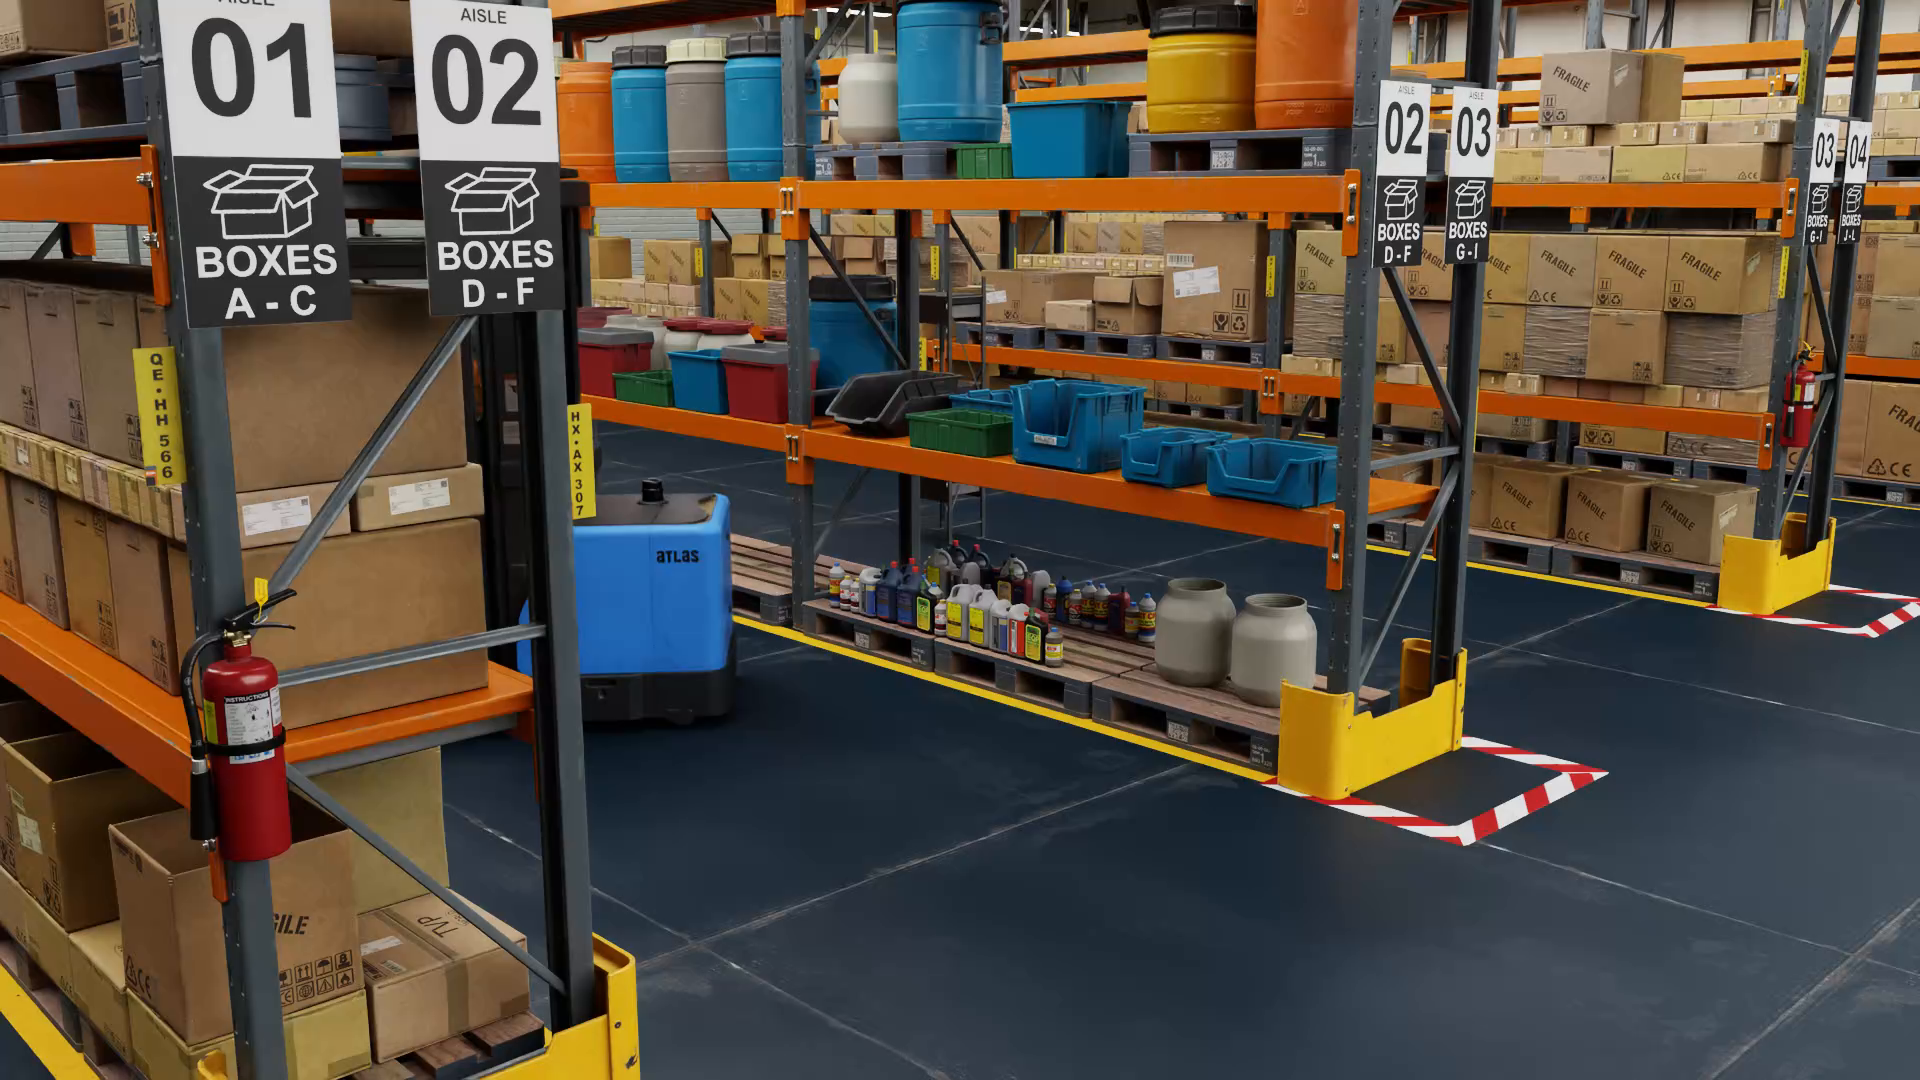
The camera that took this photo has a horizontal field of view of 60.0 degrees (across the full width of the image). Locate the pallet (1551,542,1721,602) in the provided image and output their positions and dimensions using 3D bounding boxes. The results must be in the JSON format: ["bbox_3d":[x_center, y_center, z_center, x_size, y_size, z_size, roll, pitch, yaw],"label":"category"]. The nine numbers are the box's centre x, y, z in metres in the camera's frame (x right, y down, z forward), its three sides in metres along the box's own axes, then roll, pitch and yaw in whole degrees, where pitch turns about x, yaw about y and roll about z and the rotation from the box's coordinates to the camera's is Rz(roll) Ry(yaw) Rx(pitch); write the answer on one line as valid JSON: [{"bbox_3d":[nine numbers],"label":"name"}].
[{"bbox_3d":[5.091,0.169,12.069,1.003,0.211,1.213,-11,16,-43],"label":"pallet"}]

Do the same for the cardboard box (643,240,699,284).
[{"bbox_3d":[-3.462,-3.357,20.047,0.500,0.500,0.500,-11,16,-42],"label":"cardboard box"}]

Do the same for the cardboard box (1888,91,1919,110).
[{"bbox_3d":[8.329,-3.844,14.559,0.380,0.149,0.250,-11,16,-42],"label":"cardboard box"}]

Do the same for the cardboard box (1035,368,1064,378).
[{"bbox_3d":[1.367,-2.327,22.425,0.500,0.500,0.500,-10,15,-40],"label":"cardboard box"}]

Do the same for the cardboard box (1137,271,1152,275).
[{"bbox_3d":[2.429,-3.293,20.808,0.380,0.149,0.250,-11,16,-43],"label":"cardboard box"}]

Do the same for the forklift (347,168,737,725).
[{"bbox_3d":[-2.755,-0.532,8.730,3.031,2.935,1.130,-1,12,-5],"label":"forklift"}]

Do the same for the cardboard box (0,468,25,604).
[{"bbox_3d":[-3.228,-0.102,6.223,0.700,0.500,0.500,-11,16,-42],"label":"cardboard box"}]

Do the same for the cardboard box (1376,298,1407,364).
[{"bbox_3d":[3.502,-1.689,13.190,0.875,0.500,0.500,-11,16,-43],"label":"cardboard box"}]

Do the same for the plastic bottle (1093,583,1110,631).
[{"bbox_3d":[0.833,0.391,9.753,0.097,0.271,0.097,0,12,0],"label":"plastic bottle"}]

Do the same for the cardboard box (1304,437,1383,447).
[{"bbox_3d":[3.163,-0.564,13.868,0.500,0.500,0.500,11,16,43],"label":"cardboard box"}]

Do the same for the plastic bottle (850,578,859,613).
[{"bbox_3d":[-0.623,0.336,10.190,0.097,0.201,0.097,0,12,0],"label":"plastic bottle"}]

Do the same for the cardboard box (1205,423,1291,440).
[{"bbox_3d":[2.508,-0.730,14.626,0.500,0.500,0.700,10,15,41],"label":"cardboard box"}]

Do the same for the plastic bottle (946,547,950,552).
[{"bbox_3d":[-0.095,0.183,10.730,0.061,0.283,0.133,-10,15,-40],"label":"plastic bottle"}]

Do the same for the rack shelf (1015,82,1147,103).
[{"bbox_3d":[2.430,-5.588,21.009,1.077,0.370,4.000,-11,16,-43],"label":"rack shelf"}]

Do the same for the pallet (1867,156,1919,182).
[{"bbox_3d":[8.816,-3.271,14.643,1.003,0.211,1.213,-11,16,-43],"label":"pallet"}]

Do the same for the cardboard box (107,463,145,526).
[{"bbox_3d":[-2.249,-0.154,4.869,0.380,0.149,0.250,-11,16,-43],"label":"cardboard box"}]

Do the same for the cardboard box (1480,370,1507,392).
[{"bbox_3d":[4.098,-1.203,12.438,0.380,0.149,0.250,-11,16,-43],"label":"cardboard box"}]

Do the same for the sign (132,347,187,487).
[{"bbox_3d":[-1.891,-0.292,3.939,0.100,0.325,0.005,-11,16,-43],"label":"sign"}]

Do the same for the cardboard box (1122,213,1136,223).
[{"bbox_3d":[2.882,-5.312,27.429,0.250,0.149,0.380,11,16,44],"label":"cardboard box"}]

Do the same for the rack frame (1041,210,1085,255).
[{"bbox_3d":[1.797,-4.778,29.172,1.000,3.000,0.127,-11,16,-43],"label":"rack frame"}]

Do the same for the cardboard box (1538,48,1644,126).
[{"bbox_3d":[4.425,-3.162,11.668,0.500,0.500,0.500,-11,16,-43],"label":"cardboard box"}]

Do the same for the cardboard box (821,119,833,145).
[{"bbox_3d":[-1.272,-4.251,17.879,0.797,0.503,0.637,-11,16,-43],"label":"cardboard box"}]

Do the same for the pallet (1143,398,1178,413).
[{"bbox_3d":[2.434,-1.833,21.785,1.003,0.211,1.213,-11,16,-43],"label":"pallet"}]

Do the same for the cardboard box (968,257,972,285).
[{"bbox_3d":[0.152,-3.792,23.399,0.500,0.500,0.500,11,16,44],"label":"cardboard box"}]

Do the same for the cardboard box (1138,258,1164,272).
[{"bbox_3d":[2.439,-3.438,20.771,0.380,0.149,0.250,-11,16,-43],"label":"cardboard box"}]

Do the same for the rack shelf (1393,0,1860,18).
[{"bbox_3d":[4.297,-3.939,12.019,1.077,0.370,4.000,-11,16,-43],"label":"rack shelf"}]

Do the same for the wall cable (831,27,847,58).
[{"bbox_3d":[-2.335,-8.508,32.405,0.463,3.000,0.029,-11,16,-43],"label":"wall cable"}]

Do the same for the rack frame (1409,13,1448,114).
[{"bbox_3d":[8.146,-7.825,29.093,1.000,3.000,0.127,-11,16,-43],"label":"rack frame"}]

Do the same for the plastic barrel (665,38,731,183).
[{"bbox_3d":[-1.626,-2.810,10.942,0.600,0.901,0.600,0,12,0],"label":"plastic barrel"}]

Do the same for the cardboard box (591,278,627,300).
[{"bbox_3d":[-4.526,-3.213,21.209,0.500,0.250,0.500,11,16,43],"label":"cardboard box"}]

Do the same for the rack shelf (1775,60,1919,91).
[{"bbox_3d":[11.465,-5.320,18.722,1.077,0.370,4.000,-11,16,-43],"label":"rack shelf"}]

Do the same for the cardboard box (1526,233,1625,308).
[{"bbox_3d":[4.427,-1.938,11.922,0.500,0.500,0.500,-11,16,-43],"label":"cardboard box"}]

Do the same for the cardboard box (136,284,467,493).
[{"bbox_3d":[-1.839,-0.445,4.673,0.700,0.500,0.500,-11,16,-42],"label":"cardboard box"}]

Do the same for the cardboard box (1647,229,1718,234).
[{"bbox_3d":[7.267,-2.802,16.532,0.875,0.550,0.550,-11,16,-43],"label":"cardboard box"}]

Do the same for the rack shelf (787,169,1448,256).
[{"bbox_3d":[0.715,-1.781,8.971,1.077,0.370,4.000,-11,16,-43],"label":"rack shelf"}]

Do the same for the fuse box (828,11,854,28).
[{"bbox_3d":[-2.279,-10.064,32.032,0.513,0.334,0.176,-11,16,-43],"label":"fuse box"}]

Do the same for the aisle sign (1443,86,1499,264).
[{"bbox_3d":[2.358,-1.676,7.669,0.394,0.787,0.004,-11,16,-43],"label":"aisle sign"}]

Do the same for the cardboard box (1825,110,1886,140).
[{"bbox_3d":[8.105,-3.714,14.917,0.500,0.250,0.500,-11,16,-43],"label":"cardboard box"}]

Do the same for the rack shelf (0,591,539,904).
[{"bbox_3d":[-2.870,0.378,5.926,1.077,0.370,4.000,-11,16,-43],"label":"rack shelf"}]

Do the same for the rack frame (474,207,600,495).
[{"bbox_3d":[-3.428,-1.540,13.452,1.000,3.000,0.127,-11,16,-43],"label":"rack frame"}]

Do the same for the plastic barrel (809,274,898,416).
[{"bbox_3d":[-0.714,-1.300,11.046,0.600,0.901,0.708,-11,16,-43],"label":"plastic barrel"}]

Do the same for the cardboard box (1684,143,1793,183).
[{"bbox_3d":[5.162,-2.493,11.017,0.500,0.250,0.500,-10,16,-41],"label":"cardboard box"}]

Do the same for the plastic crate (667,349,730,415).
[{"bbox_3d":[-1.653,-1.066,11.191,0.392,0.384,0.575,-11,16,-43],"label":"plastic crate"}]

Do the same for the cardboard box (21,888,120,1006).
[{"bbox_3d":[-2.773,1.277,5.551,0.500,0.250,0.500,-11,16,-43],"label":"cardboard box"}]

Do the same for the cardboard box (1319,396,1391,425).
[{"bbox_3d":[4.773,-1.782,19.160,1.050,0.750,0.750,-11,16,-42],"label":"cardboard box"}]

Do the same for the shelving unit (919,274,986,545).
[{"bbox_3d":[-0.114,-1.053,13.317,0.431,2.100,0.503,-11,16,-43],"label":"shelving unit"}]

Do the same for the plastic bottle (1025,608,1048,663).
[{"bbox_3d":[0.417,0.521,9.089,0.061,0.283,0.133,-10,16,-41],"label":"plastic bottle"}]

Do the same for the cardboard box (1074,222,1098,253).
[{"bbox_3d":[2.284,-5.133,28.167,0.500,0.500,0.500,11,16,44],"label":"cardboard box"}]

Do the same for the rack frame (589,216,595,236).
[{"bbox_3d":[-5.371,-3.398,22.469,1.000,3.000,0.127,-11,16,-43],"label":"rack frame"}]

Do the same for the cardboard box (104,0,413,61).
[{"bbox_3d":[-1.883,-1.561,4.477,0.797,0.503,0.637,-9,15,-39],"label":"cardboard box"}]
